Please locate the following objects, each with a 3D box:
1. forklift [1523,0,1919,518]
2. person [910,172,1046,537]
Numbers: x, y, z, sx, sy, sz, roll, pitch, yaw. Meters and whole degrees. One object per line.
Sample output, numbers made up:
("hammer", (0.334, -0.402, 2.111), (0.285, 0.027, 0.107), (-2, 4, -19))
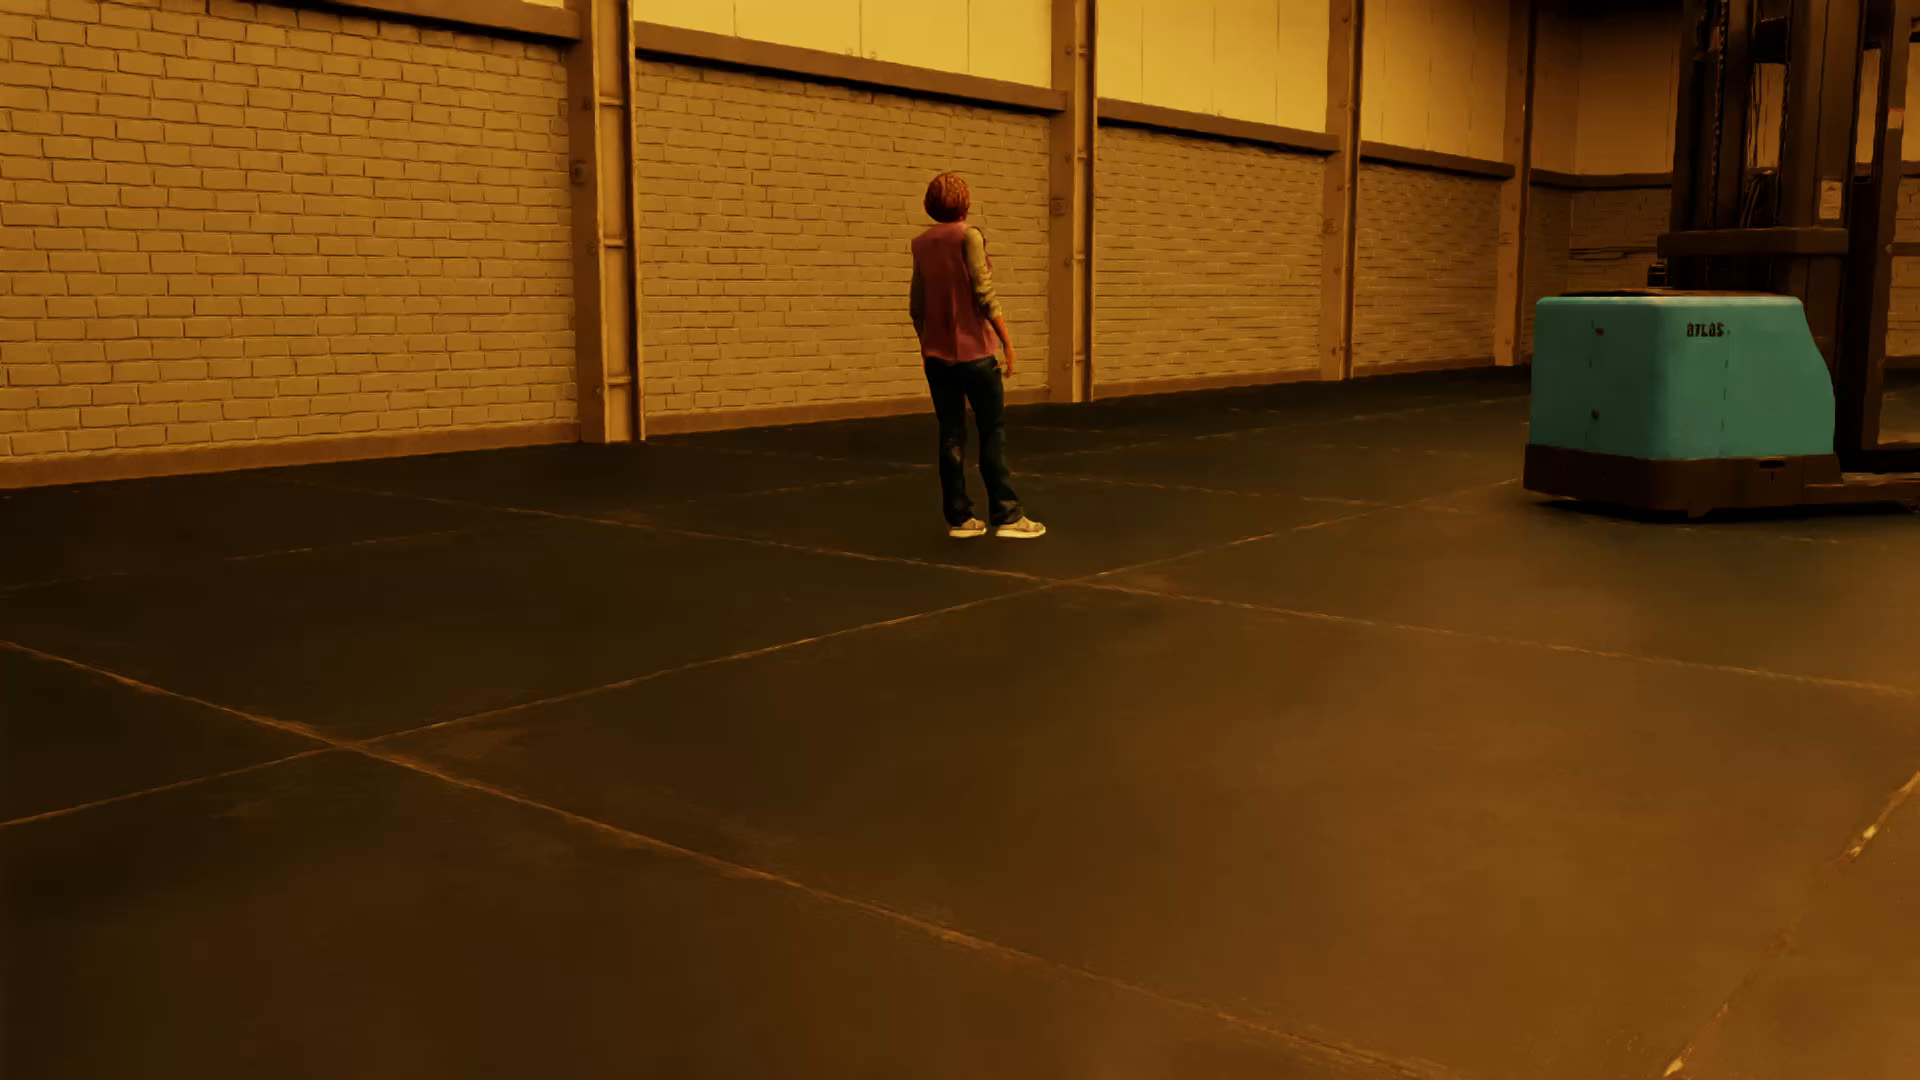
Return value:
("forklift", (4.541, -1.658, 8.611), (3.031, 2.935, 1.130), (-3, 9, -19))
("person", (0.057, -0.797, 7.338), (0.520, 1.583, 0.474), (7, 11, 38))
